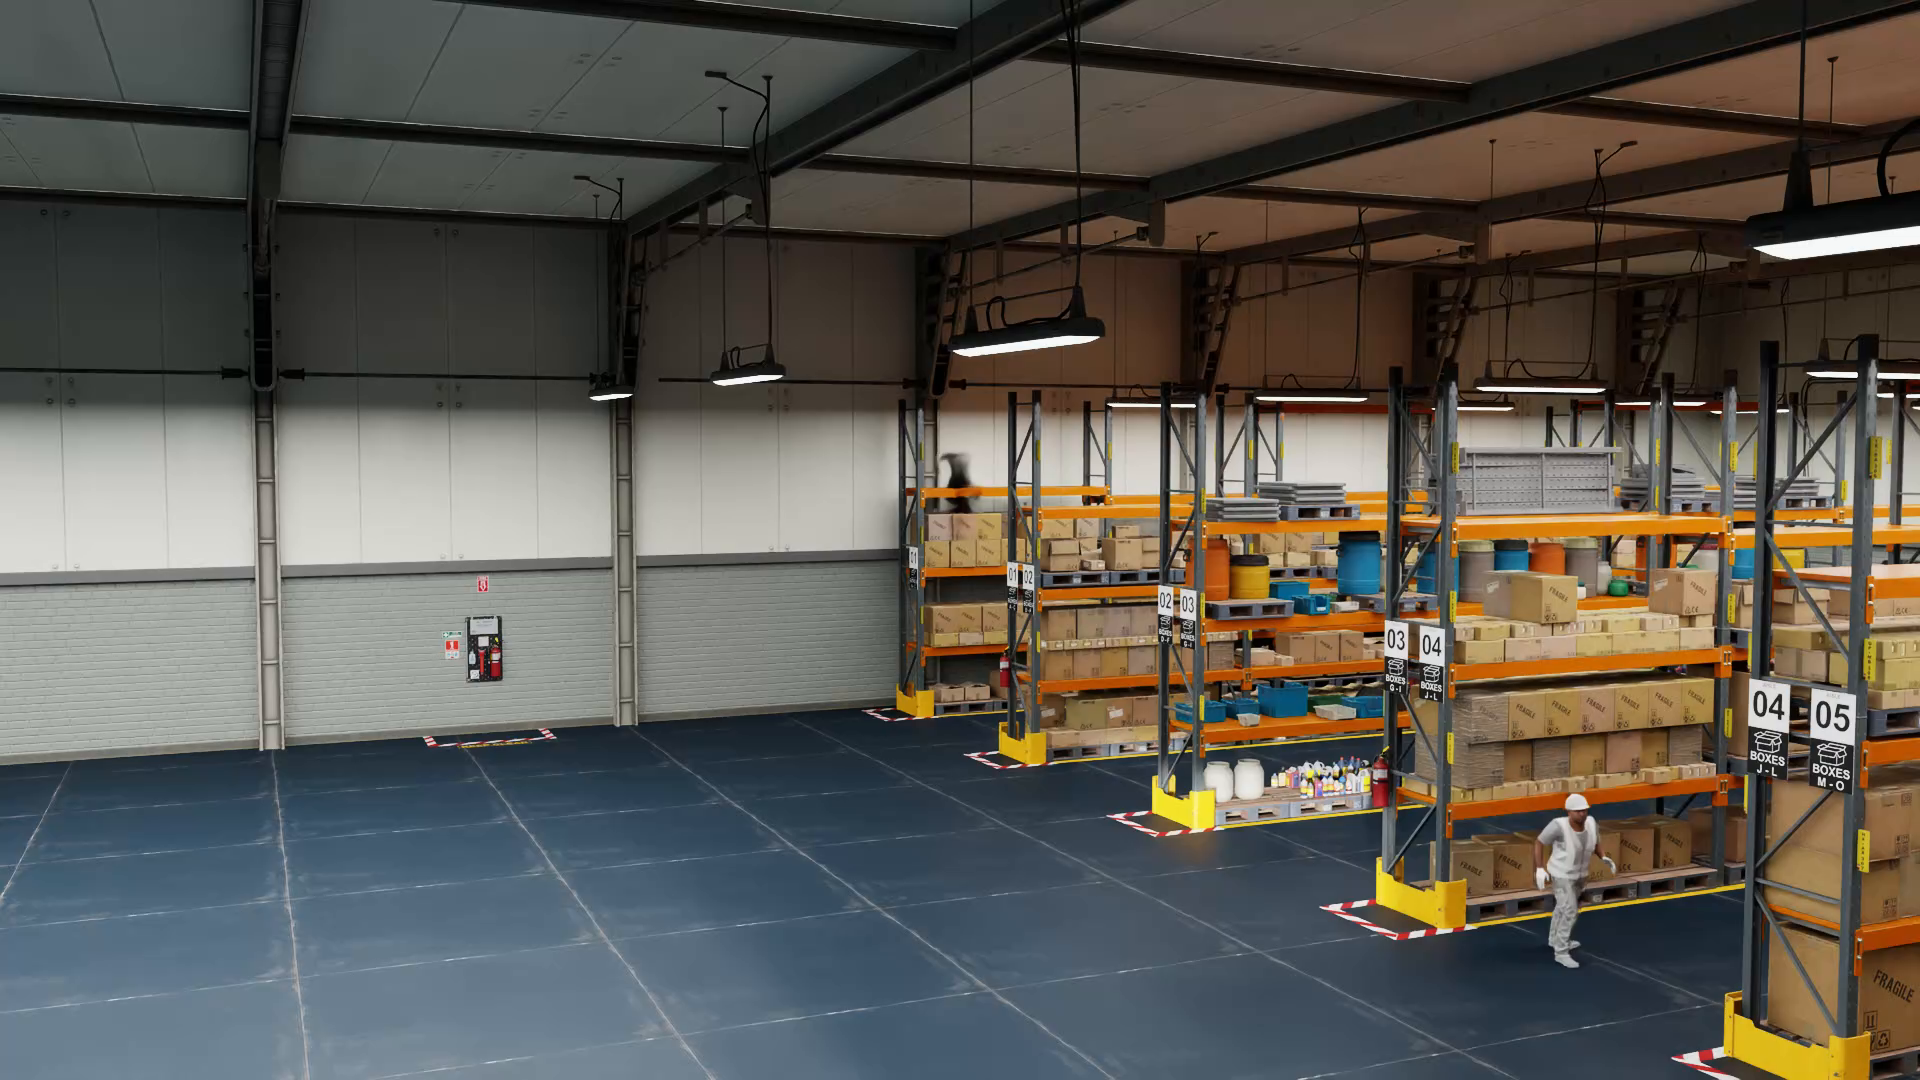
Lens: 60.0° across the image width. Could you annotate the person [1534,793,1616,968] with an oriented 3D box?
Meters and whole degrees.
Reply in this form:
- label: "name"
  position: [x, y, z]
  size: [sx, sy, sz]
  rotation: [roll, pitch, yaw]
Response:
- label: "person"
  position: [6.082, 3.343, 16.533]
  size: [0.749, 1.722, 0.851]
  rotation: [-2, 4, -28]
